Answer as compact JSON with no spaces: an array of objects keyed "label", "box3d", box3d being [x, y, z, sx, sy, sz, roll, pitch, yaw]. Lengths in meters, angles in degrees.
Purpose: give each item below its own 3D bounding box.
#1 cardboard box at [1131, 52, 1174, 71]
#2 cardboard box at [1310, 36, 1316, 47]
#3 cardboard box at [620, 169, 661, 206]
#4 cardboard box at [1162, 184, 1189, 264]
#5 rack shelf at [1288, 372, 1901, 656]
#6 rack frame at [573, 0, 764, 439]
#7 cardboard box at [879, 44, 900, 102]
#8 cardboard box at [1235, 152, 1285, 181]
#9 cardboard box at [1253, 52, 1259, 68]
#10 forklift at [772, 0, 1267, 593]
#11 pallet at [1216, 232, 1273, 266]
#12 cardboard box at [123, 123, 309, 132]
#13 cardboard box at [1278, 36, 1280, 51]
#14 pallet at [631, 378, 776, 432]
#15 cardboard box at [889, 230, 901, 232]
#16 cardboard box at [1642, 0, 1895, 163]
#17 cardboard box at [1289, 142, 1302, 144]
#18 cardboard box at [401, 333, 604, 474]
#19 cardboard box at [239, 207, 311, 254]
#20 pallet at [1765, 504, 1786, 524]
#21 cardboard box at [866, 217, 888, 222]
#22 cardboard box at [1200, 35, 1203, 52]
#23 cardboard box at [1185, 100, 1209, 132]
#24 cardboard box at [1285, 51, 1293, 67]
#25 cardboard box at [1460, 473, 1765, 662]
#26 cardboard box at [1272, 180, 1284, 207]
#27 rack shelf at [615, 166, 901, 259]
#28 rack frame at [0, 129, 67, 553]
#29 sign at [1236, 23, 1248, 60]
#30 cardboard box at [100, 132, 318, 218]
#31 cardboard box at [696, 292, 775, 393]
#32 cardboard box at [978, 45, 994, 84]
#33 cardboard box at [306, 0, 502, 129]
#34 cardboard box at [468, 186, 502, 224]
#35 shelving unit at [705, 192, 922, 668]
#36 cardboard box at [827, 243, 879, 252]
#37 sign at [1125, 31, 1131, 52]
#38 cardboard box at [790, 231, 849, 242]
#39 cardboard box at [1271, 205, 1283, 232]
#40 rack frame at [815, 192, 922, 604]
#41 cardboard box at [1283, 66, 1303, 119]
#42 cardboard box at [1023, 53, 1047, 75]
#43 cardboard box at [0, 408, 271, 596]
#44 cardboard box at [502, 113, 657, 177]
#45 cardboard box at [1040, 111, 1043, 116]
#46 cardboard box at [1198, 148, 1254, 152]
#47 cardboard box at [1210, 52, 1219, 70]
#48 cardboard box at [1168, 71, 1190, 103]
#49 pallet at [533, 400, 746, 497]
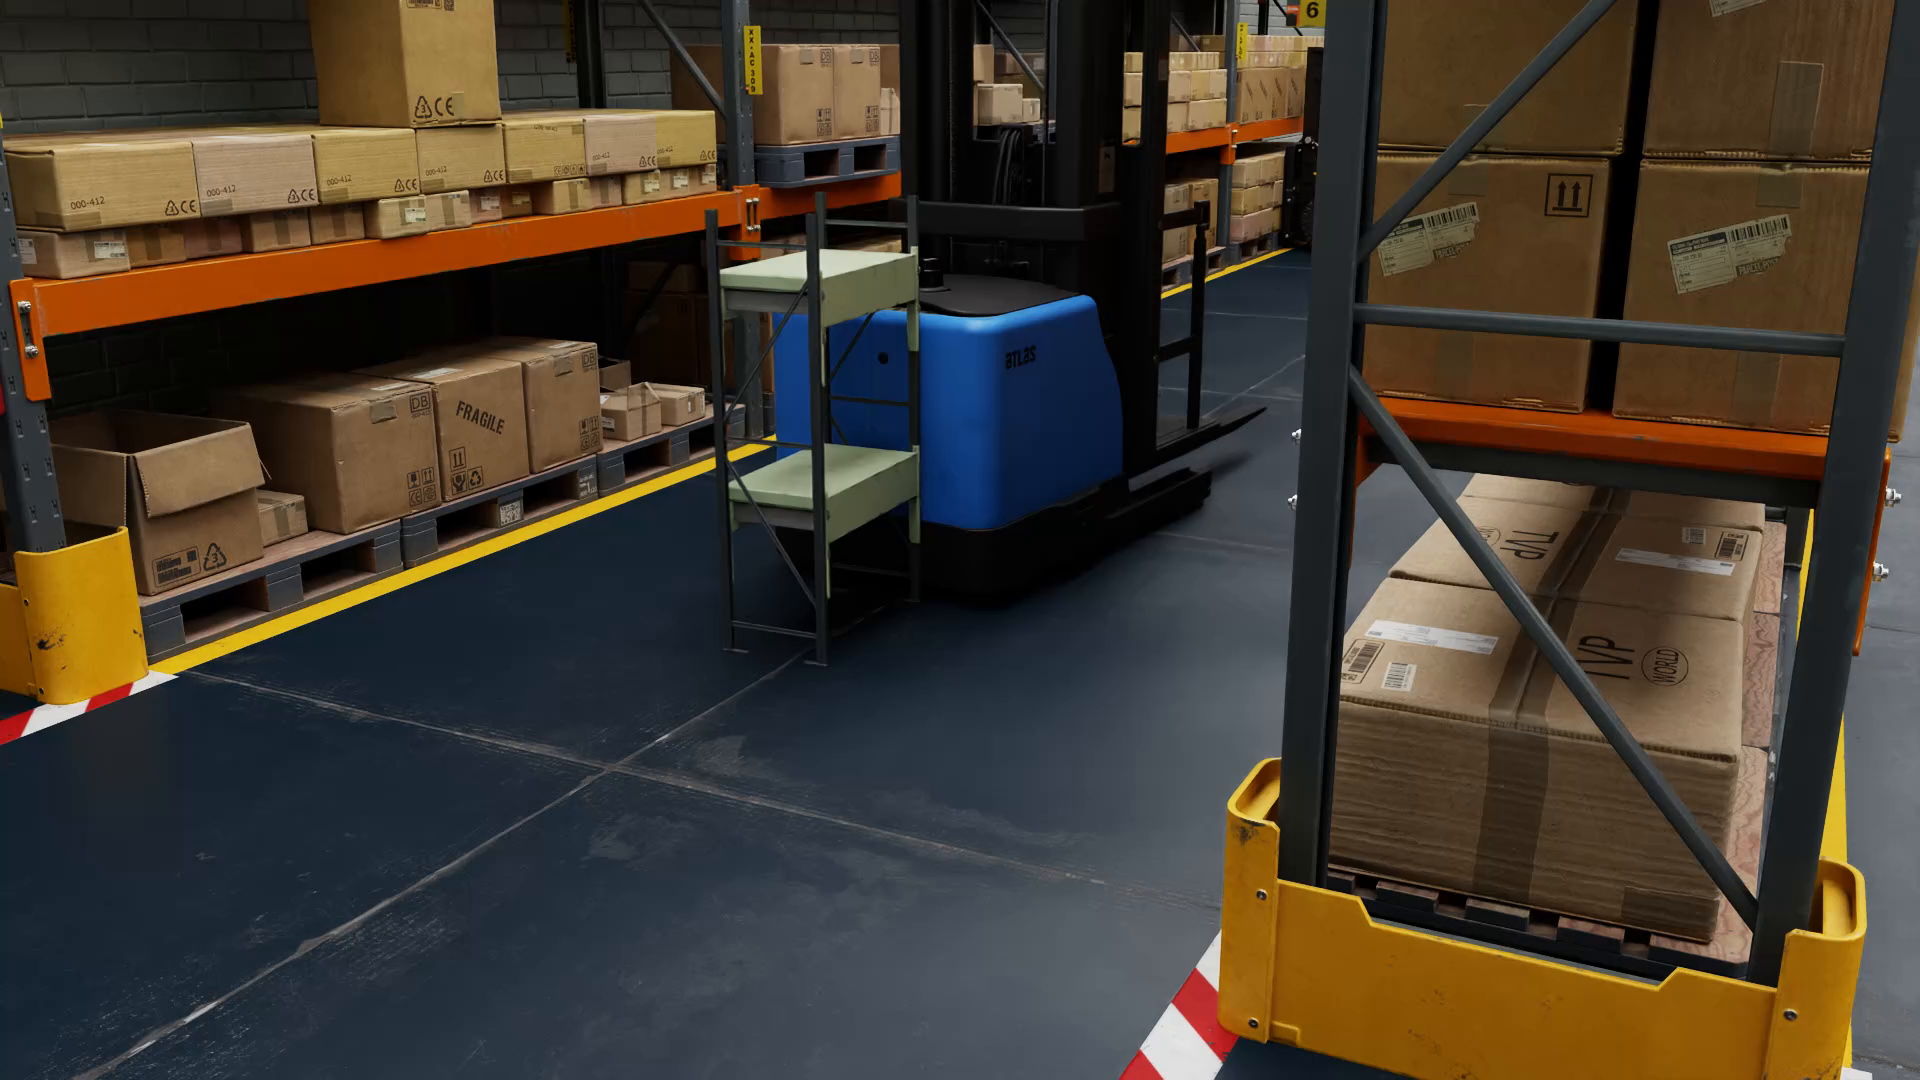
[{"label":"cardboard box","box3d":[1.560,-3.978,13.834,0.380,0.149,0.250,8,18,26]},{"label":"cardboard box","box3d":[3.505,-5.194,17.408,0.380,0.149,0.250,9,19,27]},{"label":"cardboard box","box3d":[-1.624,-1.654,7.765,0.380,0.149,0.250,9,19,27]},{"label":"cardboard box","box3d":[1.482,-2.795,14.601,0.875,0.625,0.625,8,18,25]},{"label":"rack shelf","box3d":[2.033,-0.541,4.841,1.077,0.370,4.000,8,18,25]},{"label":"rack frame","box3d":[-1.516,-2.026,8.576,1.000,3.000,0.127,8,18,25]},{"label":"cardboard box","box3d":[-0.517,-2.702,9.939,0.700,0.500,0.500,8,18,25]},{"label":"cardboard box","box3d":[3.005,-3.766,16.773,0.500,0.250,0.500,9,19,27]},{"label":"cardboard box","box3d":[2.642,-4.606,15.949,0.380,0.149,0.250,8,18,25]},{"label":"forklift","box3d":[0.484,-1.572,7.171,1.130,2.935,3.031,10,19,31]},{"label":"pallet","box3d":[2.452,-2.924,16.498,1.003,0.211,1.213,8,18,25]},{"label":"cardboard box","box3d":[-2.878,-1.485,6.498,0.500,0.250,0.500,9,19,27]},{"label":"cardboard box","box3d":[2.971,-4.947,16.573,0.380,0.149,0.250,8,18,25]},{"label":"pallet","box3d":[-1.186,-0.901,9.687,1.003,0.211,1.213,8,18,25]},{"label":"cardboard box","box3d":[-0.243,-1.941,10.803,0.380,0.149,0.250,8,18,25]},{"label":"cardboard box","box3d":[1.608,-0.990,3.156,0.500,0.500,0.500,8,18,24]},{"label":"cardboard box","box3d":[3.920,-4.288,18.528,0.500,0.250,0.500,9,19,27]},{"label":"cardboard box","box3d":[-2.064,-0.631,7.533,0.700,0.500,0.500,7,18,23]},{"label":"cardboard box","box3d":[-2.584,-1.134,6.015,0.380,0.149,0.250,9,19,27]},{"label":"pallet","box3d":[3.204,-0.265,7.545,1.003,0.211,1.213,8,18,25]},{"label":"cardboard box","box3d":[-0.423,-2.128,11.433,0.380,0.149,0.250,8,18,26]},{"label":"cardboard box","box3d":[2.487,-4.689,15.705,0.380,0.149,0.250,8,19,26]},{"label":"cardboard box","box3d":[1.848,-3.701,14.481,0.500,0.250,0.500,8,18,25]},{"label":"cardboard box","box3d":[3.145,-4.861,16.809,0.380,0.149,0.250,8,18,24]},{"label":"cardboard box","box3d":[2.150,0.006,5.498,0.875,0.438,0.875,8,18,24]},{"label":"cardboard box","box3d":[3.009,-3.525,16.839,0.500,0.250,0.500,8,18,25]},{"label":"rack shelf","box3d":[-0.622,-2.190,10.394,1.077,0.370,4.000,8,18,25]},{"label":"rack frame","box3d":[-3.303,-1.007,5.146,1.000,3.000,0.127,8,18,25]},{"label":"sign","box3d":[2.549,-4.514,15.059,0.100,0.325,0.005,8,18,25]},{"label":"cardboard box","box3d":[-2.634,-1.287,5.831,0.500,0.250,0.500,8,18,26]},{"label":"cardboard box","box3d":[-1.098,-1.123,9.191,0.500,0.500,0.500,9,19,28]},{"label":"cardboard box","box3d":[-0.098,-3.183,11.558,0.500,0.500,0.500,9,19,28]},{"label":"cardboard box","box3d":[-2.189,-1.900,6.579,0.500,0.500,0.500,9,19,27]},{"label":"cardboard box","box3d":[-2.138,-1.401,6.915,0.380,0.149,0.250,8,18,25]},{"label":"shelving unit","box3d":[-0.479,-0.410,5.769,0.431,1.500,0.755,7,18,23]},{"label":"cardboard box","box3d":[-0.703,-1.675,9.909,0.380,0.149,0.250,8,18,25]},{"label":"sign","box3d":[1.562,-4.587,15.539,0.100,0.325,0.005,8,18,25]},{"label":"cardboard box","box3d":[-0.929,-1.866,10.552,0.380,0.149,0.250,7,18,23]},{"label":"cardboard box","box3d":[3.000,-3.292,16.931,0.500,0.250,0.500,8,19,26]},{"label":"rack frame","box3d":[-0.332,-0.505,6.090,0.400,1.500,0.023,7,18,23]},{"label":"cardboard box","box3d":[3.178,-4.581,17.002,0.500,0.500,0.500,8,18,26]},{"label":"cardboard box","box3d":[0.677,-3.447,12.047,0.380,0.149,0.250,9,19,27]},{"label":"cardboard box","box3d":[-2.945,-0.155,5.926,0.797,0.503,0.637,7,18,23]},{"label":"cardboard box","box3d":[-1.736,-1.806,7.578,0.500,0.250,0.500,8,18,26]},{"label":"cardboard box","box3d":[0.688,-3.055,12.304,0.500,0.250,0.500,8,18,26]},{"label":"cardboard box","box3d":[2.774,-3.963,17.435,0.500,0.250,0.500,8,18,24]},{"label":"cardboard box","box3d":[2.105,-4.307,14.943,0.380,0.149,0.250,9,19,27]},{"label":"cardboard box","box3d":[1.611,-3.812,13.977,0.500,0.250,0.500,8,19,26]},{"label":"pallet","box3d":[-1.824,-0.514,8.385,1.003,0.211,1.213,8,18,25]}]
